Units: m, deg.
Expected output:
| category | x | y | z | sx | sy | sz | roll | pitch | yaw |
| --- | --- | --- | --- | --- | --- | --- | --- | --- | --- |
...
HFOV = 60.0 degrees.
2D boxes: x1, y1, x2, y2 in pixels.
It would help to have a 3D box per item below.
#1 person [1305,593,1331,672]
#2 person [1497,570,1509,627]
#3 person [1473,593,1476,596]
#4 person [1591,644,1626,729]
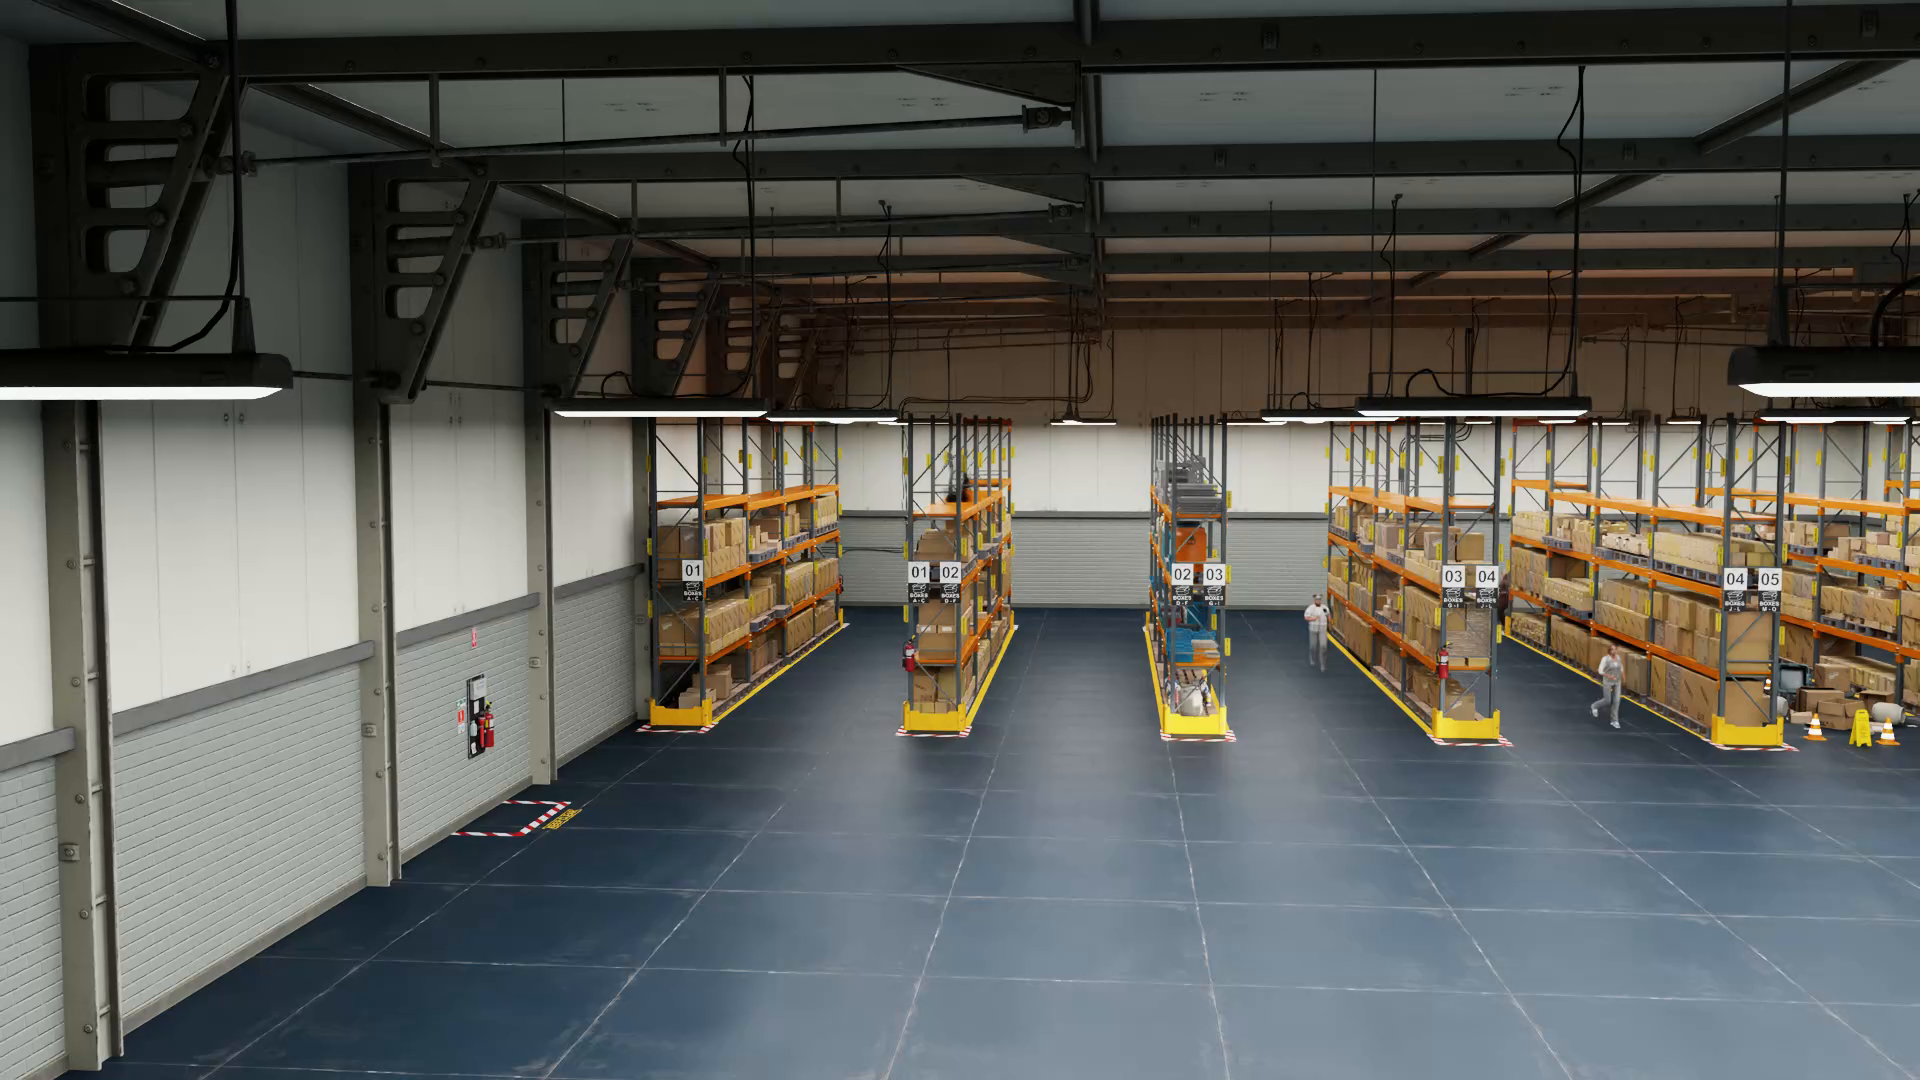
| category | x | y | z | sx | sy | sz | roll | pitch | yaw |
| --- | --- | --- | --- | --- | --- | --- | --- | --- | --- |
| person | 8.501 | 2.174 | 39.497 | 0.642 | 1.835 | 0.820 | 0 | 4 | 6 |
| person | 15.460 | 1.686 | 47.419 | 0.565 | 1.714 | 0.810 | 0 | 4 | -1 |
| person | 13.660 | 1.945 | 43.609 | 0.585 | 1.688 | 0.658 | 0 | 4 | 6 |
| person | 12.538 | 2.785 | 32.070 | 0.545 | 1.595 | 0.806 | -1 | 4 | -8 |
